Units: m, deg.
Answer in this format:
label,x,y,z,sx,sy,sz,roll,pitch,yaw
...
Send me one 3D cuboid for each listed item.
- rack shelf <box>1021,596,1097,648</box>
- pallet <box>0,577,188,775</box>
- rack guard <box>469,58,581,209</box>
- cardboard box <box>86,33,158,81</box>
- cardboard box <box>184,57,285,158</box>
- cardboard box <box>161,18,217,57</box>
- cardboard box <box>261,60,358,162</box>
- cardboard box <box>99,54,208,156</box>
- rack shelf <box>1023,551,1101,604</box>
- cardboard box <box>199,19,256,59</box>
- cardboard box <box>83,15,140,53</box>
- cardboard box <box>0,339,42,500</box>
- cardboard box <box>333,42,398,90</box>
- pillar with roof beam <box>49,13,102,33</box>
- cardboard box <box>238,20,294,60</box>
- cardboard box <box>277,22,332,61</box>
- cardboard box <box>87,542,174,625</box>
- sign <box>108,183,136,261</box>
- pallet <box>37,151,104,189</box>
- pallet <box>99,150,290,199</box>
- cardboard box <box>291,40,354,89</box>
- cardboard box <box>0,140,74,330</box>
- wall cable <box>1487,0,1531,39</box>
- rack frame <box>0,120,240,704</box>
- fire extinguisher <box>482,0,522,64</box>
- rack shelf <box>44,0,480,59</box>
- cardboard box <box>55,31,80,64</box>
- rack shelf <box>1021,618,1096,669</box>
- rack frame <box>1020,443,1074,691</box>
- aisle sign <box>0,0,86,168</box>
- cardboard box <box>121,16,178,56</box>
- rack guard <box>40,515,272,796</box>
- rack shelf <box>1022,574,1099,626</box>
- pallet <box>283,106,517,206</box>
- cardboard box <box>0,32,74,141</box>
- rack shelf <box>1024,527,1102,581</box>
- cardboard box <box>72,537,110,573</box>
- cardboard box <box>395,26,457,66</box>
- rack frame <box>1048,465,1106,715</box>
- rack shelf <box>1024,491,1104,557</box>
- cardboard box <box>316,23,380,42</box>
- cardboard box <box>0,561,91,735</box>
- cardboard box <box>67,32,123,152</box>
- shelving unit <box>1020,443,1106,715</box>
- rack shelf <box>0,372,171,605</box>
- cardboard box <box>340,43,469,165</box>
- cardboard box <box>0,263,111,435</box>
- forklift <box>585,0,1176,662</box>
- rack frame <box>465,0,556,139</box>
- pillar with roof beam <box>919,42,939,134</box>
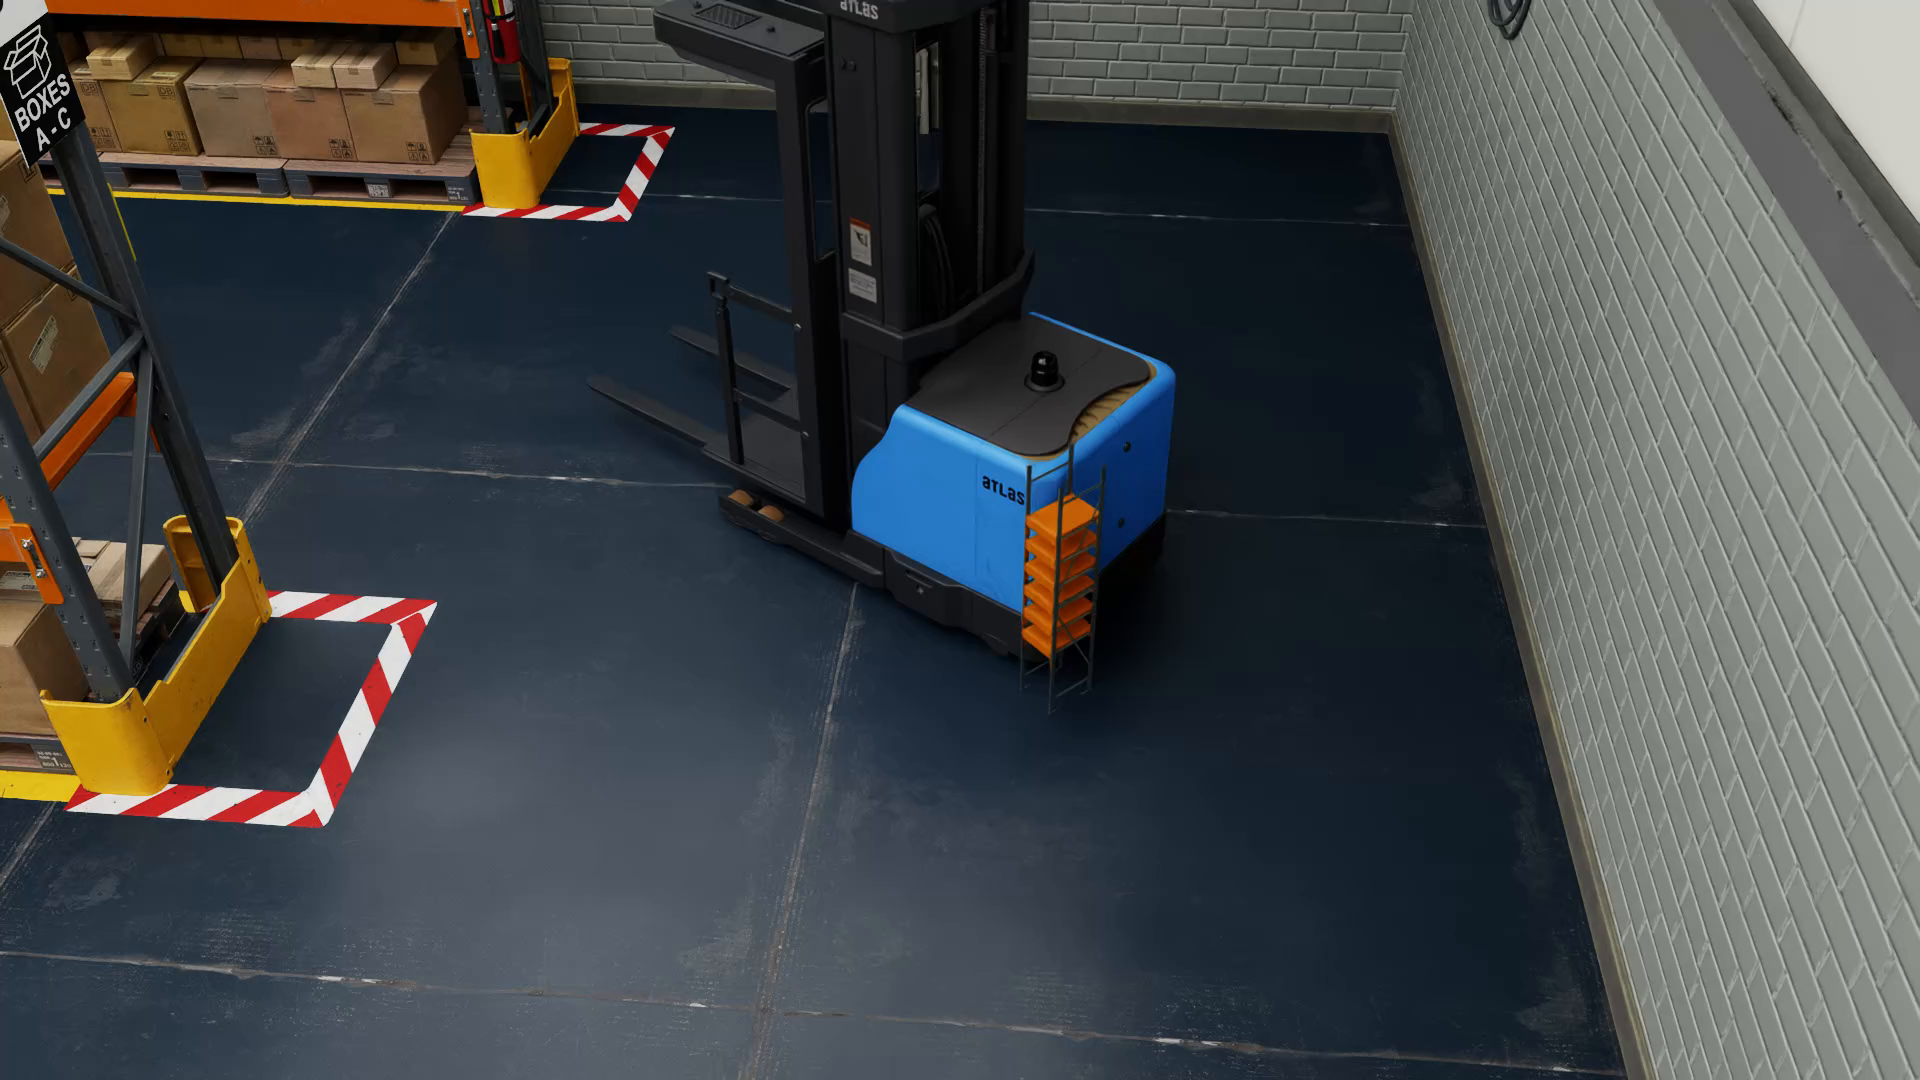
label,x,y,z,sx,sy,sz,roll,pitch,yaw
rack shelf,0.410,0.308,6.852,0.258,0.103,0.180,-27,46,-29
pallet,-4.120,0.528,7.105,1.213,0.211,1.003,3,39,4
rack guard,-2.802,-2.652,10.782,0.348,0.500,1.175,3,39,4
cardboard box,-5.229,-3.018,10.386,0.250,0.149,0.380,2,39,3
cardboard box,-4.532,-2.845,10.687,0.500,0.500,0.700,2,39,2
cardboard box,-4.906,-3.244,10.663,0.250,0.149,0.380,2,39,3
cardboard box,-4.030,-2.818,10.654,0.500,0.500,0.700,3,39,4
cardboard box,-5.063,-2.870,10.717,0.500,0.500,0.700,4,39,5
rack shelf,0.409,0.122,6.700,0.258,0.103,0.180,-27,46,-29
cardboard box,-4.653,-3.230,10.646,0.250,0.149,0.380,4,39,4
cardboard box,-5.414,-3.272,10.697,0.250,0.149,0.380,2,39,2
cardboard box,-3.719,-0.399,5.955,0.500,0.500,0.500,4,39,5
cardboard box,-3.676,-2.935,10.284,0.250,0.149,0.380,3,39,3
pillar with roof beam,-6.410,-3.965,5.664,0.400,9.000,9.100,3,39,4
cardboard box,-4.398,-3.216,10.629,0.250,0.149,0.380,4,39,4
cardboard box,-4.144,-3.203,10.613,0.250,0.149,0.380,3,39,4
cardboard box,-3.637,0.189,7.222,0.250,0.149,0.380,3,39,4
sign,-3.203,-1.184,6.313,0.005,0.325,0.100,3,39,4
pallet,-6.060,-2.668,11.031,1.213,0.211,1.003,3,39,4
pallet,-4.841,-2.603,10.952,1.213,0.211,1.003,3,39,4
cardboard box,-3.930,-2.949,10.300,0.250,0.149,0.380,4,39,5
cardboard box,-3.669,-1.123,6.053,0.500,0.500,0.500,4,39,5
wall cable,2.778,-4.212,8.427,0.112,2.526,3.097,3,39,4
rack frame,-3.250,-0.507,6.167,0.127,3.000,1.000,3,39,4
fire extinguisher,-2.716,-3.149,9.770,0.183,0.674,0.296,3,39,4
rack shelf,-4.819,-3.452,10.356,4.000,0.370,1.077,3,39,4
cardboard box,-5.749,-3.047,10.421,0.250,0.149,0.380,4,39,5
rack shelf,0.410,0.400,6.928,0.258,0.103,0.180,-27,46,-29
rack frame,0.351,0.135,6.803,0.240,1.200,0.006,-27,46,-29
aisle sign,-3.156,-1.696,5.569,0.004,0.787,0.394,3,39,4
cardboard box,-5.163,-3.257,10.680,0.250,0.149,0.380,4,39,4
rack guard,-3.325,0.458,6.961,0.348,0.500,1.175,3,39,4
rack shelf,0.409,0.215,6.776,0.258,0.103,0.180,-27,46,-29
pallet,-3.629,-2.535,10.868,1.213,0.211,1.003,3,39,4
cardboard box,-6.075,-2.929,10.790,0.500,0.500,0.700,4,39,4
rack shelf,0.409,0.029,6.625,0.258,0.103,0.180,-27,46,-29
cardboard box,-3.886,0.169,7.233,0.250,0.166,0.380,3,39,4
cardboard box,-3.390,-3.162,10.562,0.250,0.149,0.380,3,39,4
rack frame,0.467,0.225,6.693,0.240,1.200,0.006,-27,46,-29
rack shelf,0.409,-0.064,6.549,0.258,0.103,0.180,-27,46,-29
cardboard box,-3.895,-3.189,10.596,0.250,0.149,0.380,3,39,4
cardboard box,-3.813,0.417,6.663,0.500,0.500,0.500,3,39,4
cardboard box,-5.575,-2.899,10.754,0.500,0.500,0.700,3,39,3
shelving unit,0.409,0.180,6.748,0.258,1.200,0.189,-27,46,-29
rack shelf,-5.242,-0.337,6.528,4.000,0.370,1.077,3,39,4
cardboard box,-3.532,-2.791,10.621,0.500,0.500,0.700,3,39,4
cardboard box,-3.669,-0.736,6.369,0.500,0.500,0.500,4,39,5
forklift,-0.533,-1.373,7.285,3.031,2.935,1.130,26,46,28
rack frame,-2.826,-3.622,9.995,0.127,3.000,1.000,3,39,4
pillar with roof beam,-0.433,-3.639,5.262,0.400,9.000,9.100,3,39,4
